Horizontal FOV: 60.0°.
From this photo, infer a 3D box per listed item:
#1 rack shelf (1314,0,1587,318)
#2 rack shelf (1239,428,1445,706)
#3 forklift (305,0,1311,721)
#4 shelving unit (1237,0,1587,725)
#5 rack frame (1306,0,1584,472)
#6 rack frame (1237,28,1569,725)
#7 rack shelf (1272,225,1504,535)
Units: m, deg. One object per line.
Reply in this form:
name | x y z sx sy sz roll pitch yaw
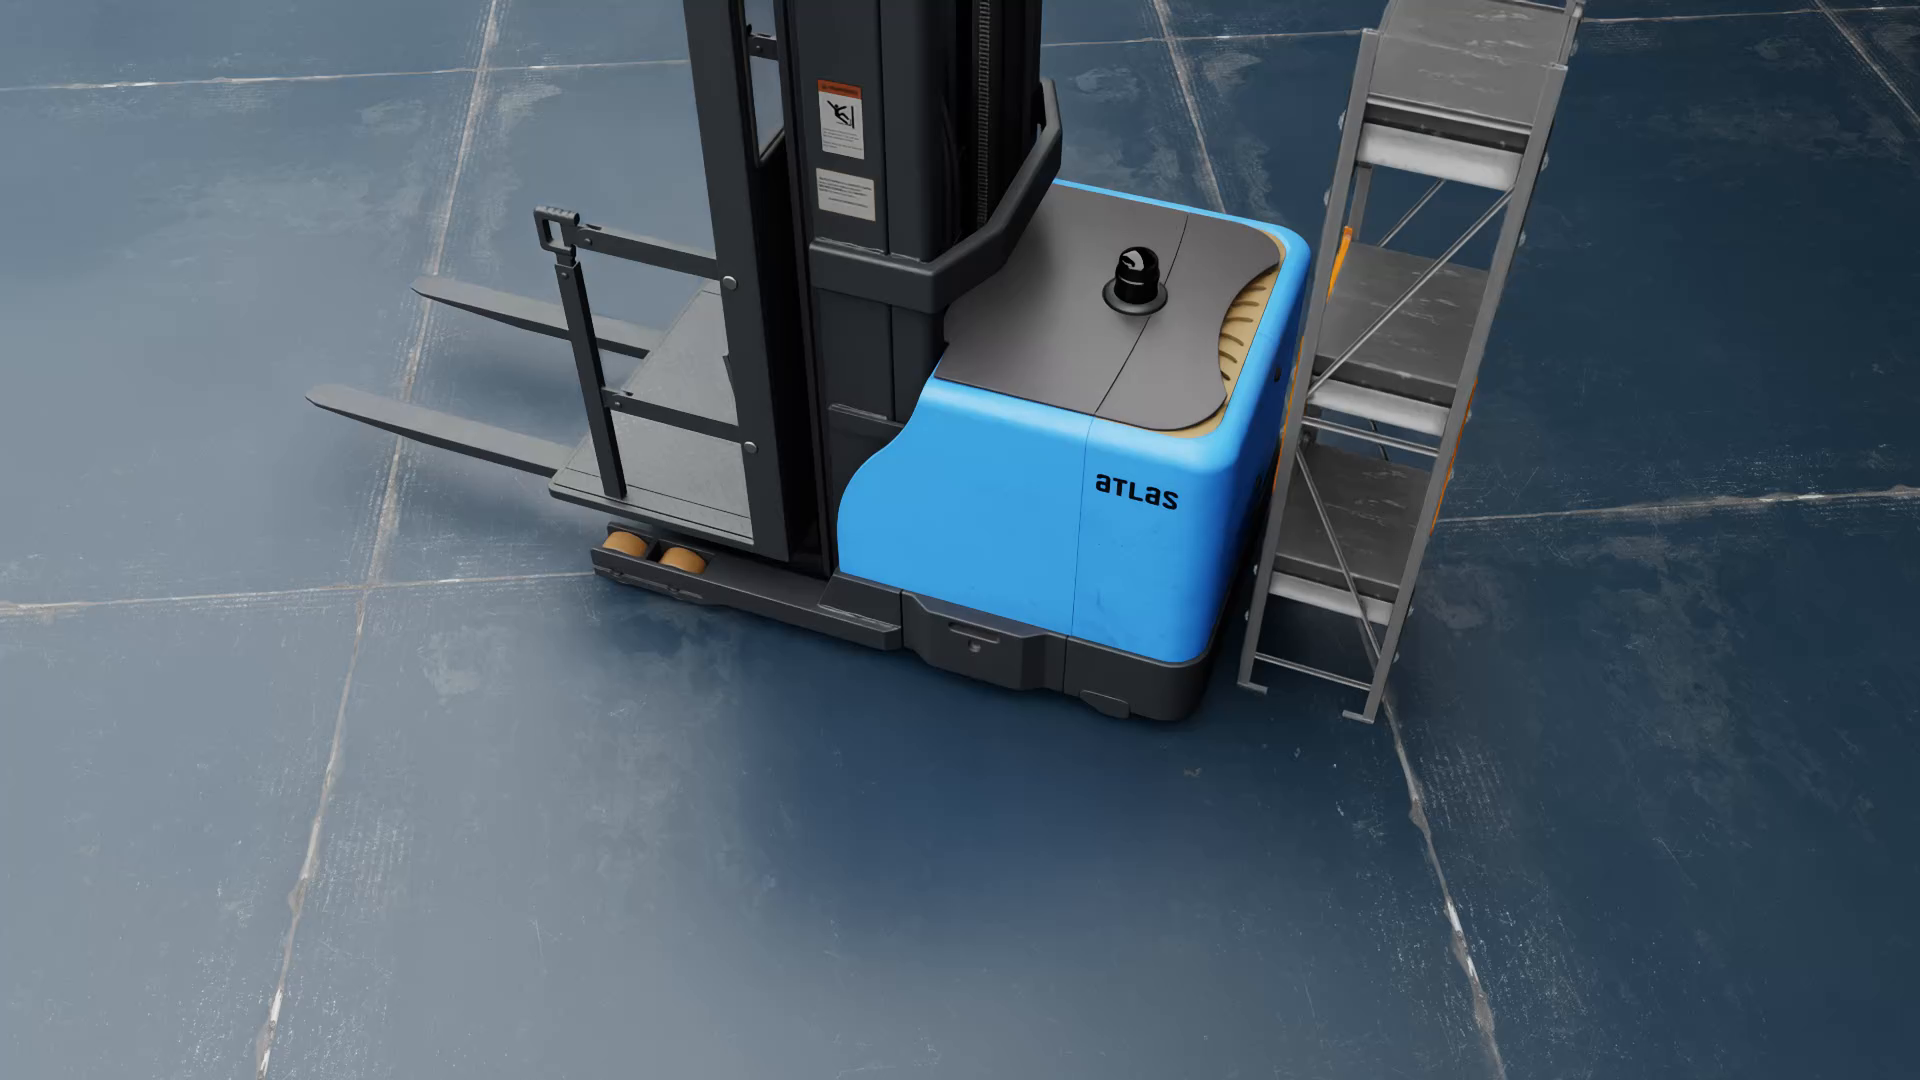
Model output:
rack shelf | 1.082 -0.884 3.694 0.431 0.518 0.480 16 49 14
rack shelf | 1.084 0.075 4.715 0.431 0.518 0.480 16 49 14
forklift | -0.590 -1.166 4.336 3.031 2.935 1.130 15 48 14
shelving unit | 1.083 -0.414 4.195 0.431 2.100 0.503 16 49 14
rack frame | 1.172 -0.580 4.350 0.400 2.100 0.015 16 49 14
rack frame | 0.994 -0.248 4.039 0.400 2.100 0.015 16 49 14
rack shelf | 1.083 -0.405 4.204 0.431 0.518 0.480 16 49 14
